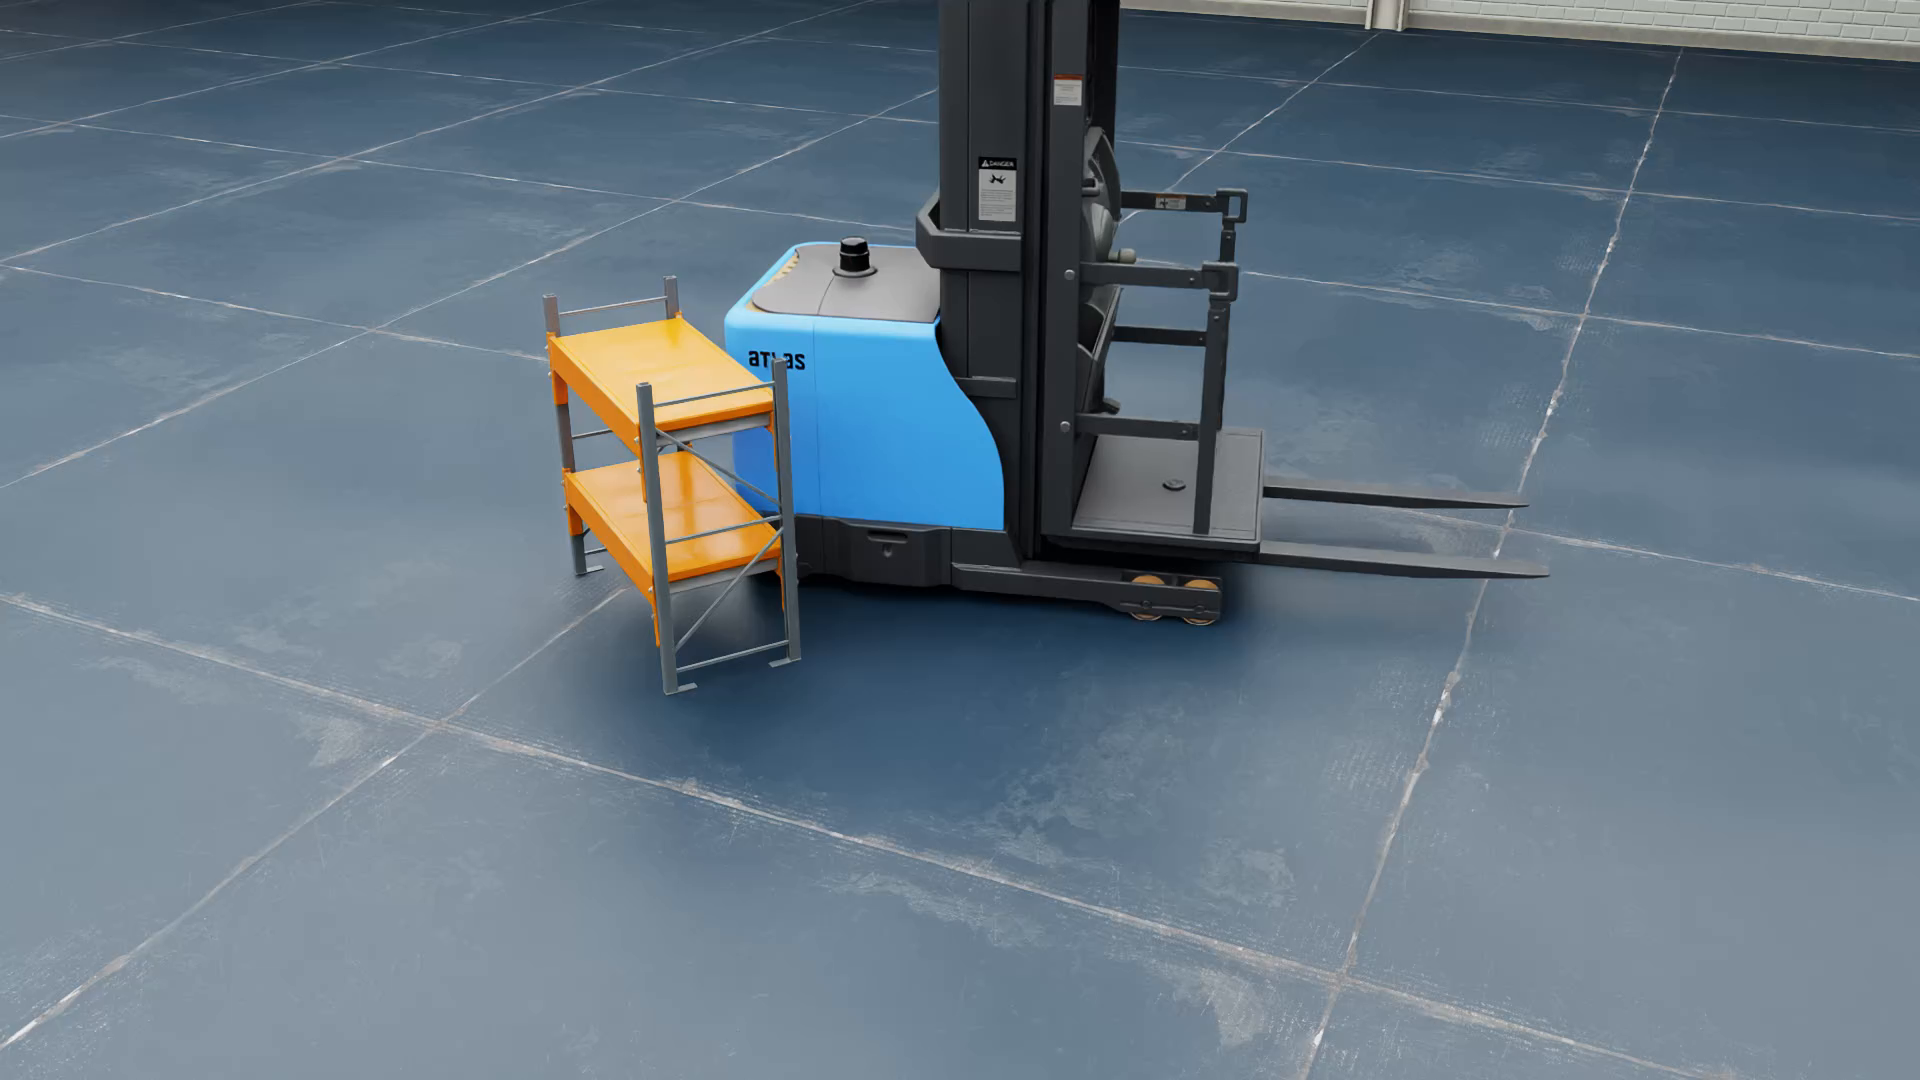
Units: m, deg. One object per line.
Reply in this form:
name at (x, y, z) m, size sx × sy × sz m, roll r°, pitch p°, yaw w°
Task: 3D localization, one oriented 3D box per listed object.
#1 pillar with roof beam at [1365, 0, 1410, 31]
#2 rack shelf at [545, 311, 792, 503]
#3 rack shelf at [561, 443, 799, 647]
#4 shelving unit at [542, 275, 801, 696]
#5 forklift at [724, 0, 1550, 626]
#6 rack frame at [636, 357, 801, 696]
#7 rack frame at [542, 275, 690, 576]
pillar with roof beam at (2.835, -7.857, 12.520) m, size 0.400 × 9.000 × 9.100 m, roll 11°, pitch 28°, yaw 22°
rack shelf at (-1.034, -0.491, 5.810) m, size 0.538 × 0.278 × 1.000 m, roll -14°, pitch 29°, yaw -26°
rack shelf at (-1.034, -0.009, 6.048) m, size 0.538 × 0.278 × 1.000 m, roll -14°, pitch 29°, yaw -26°
shelving unit at (-1.034, -0.228, 5.940) m, size 0.538 × 1.125 × 1.048 m, roll -14°, pitch 29°, yaw -26°
forklift at (0.698, -1.255, 5.981) m, size 3.031 × 2.935 × 1.130 m, roll 5°, pitch 27°, yaw 9°
rack frame at (-0.788, -0.031, 5.540) m, size 0.500 × 1.125 × 0.032 m, roll -14°, pitch 29°, yaw -26°
rack frame at (-1.280, -0.425, 6.339) m, size 0.500 × 1.125 × 0.032 m, roll -14°, pitch 29°, yaw -26°
